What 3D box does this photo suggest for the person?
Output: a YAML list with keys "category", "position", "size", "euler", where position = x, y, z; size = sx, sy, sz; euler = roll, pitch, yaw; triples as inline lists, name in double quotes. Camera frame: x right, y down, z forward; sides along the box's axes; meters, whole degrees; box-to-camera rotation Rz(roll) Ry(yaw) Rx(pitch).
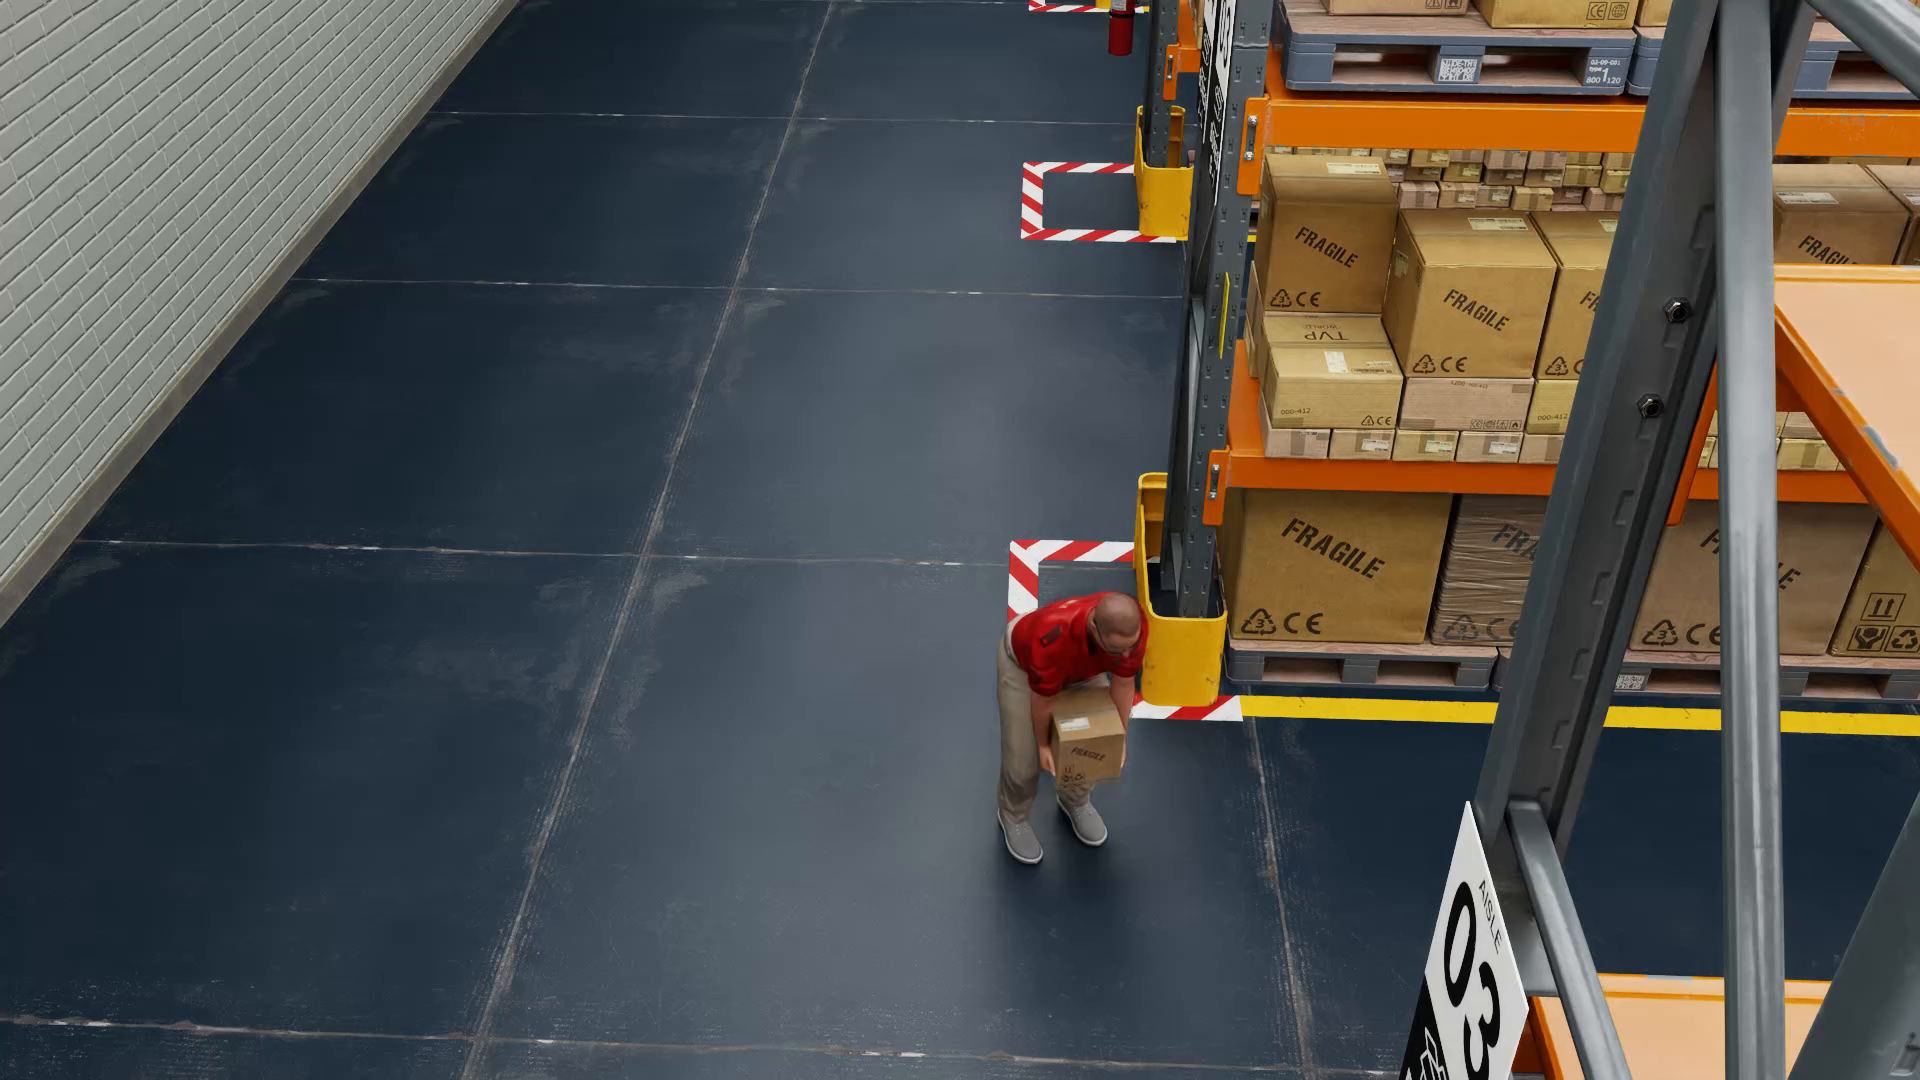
- category: "person"
  position: [0.432, 0.668, 6.386]
  size: [0.484, 1.513, 0.767]
  euler: [-13, 37, -18]
